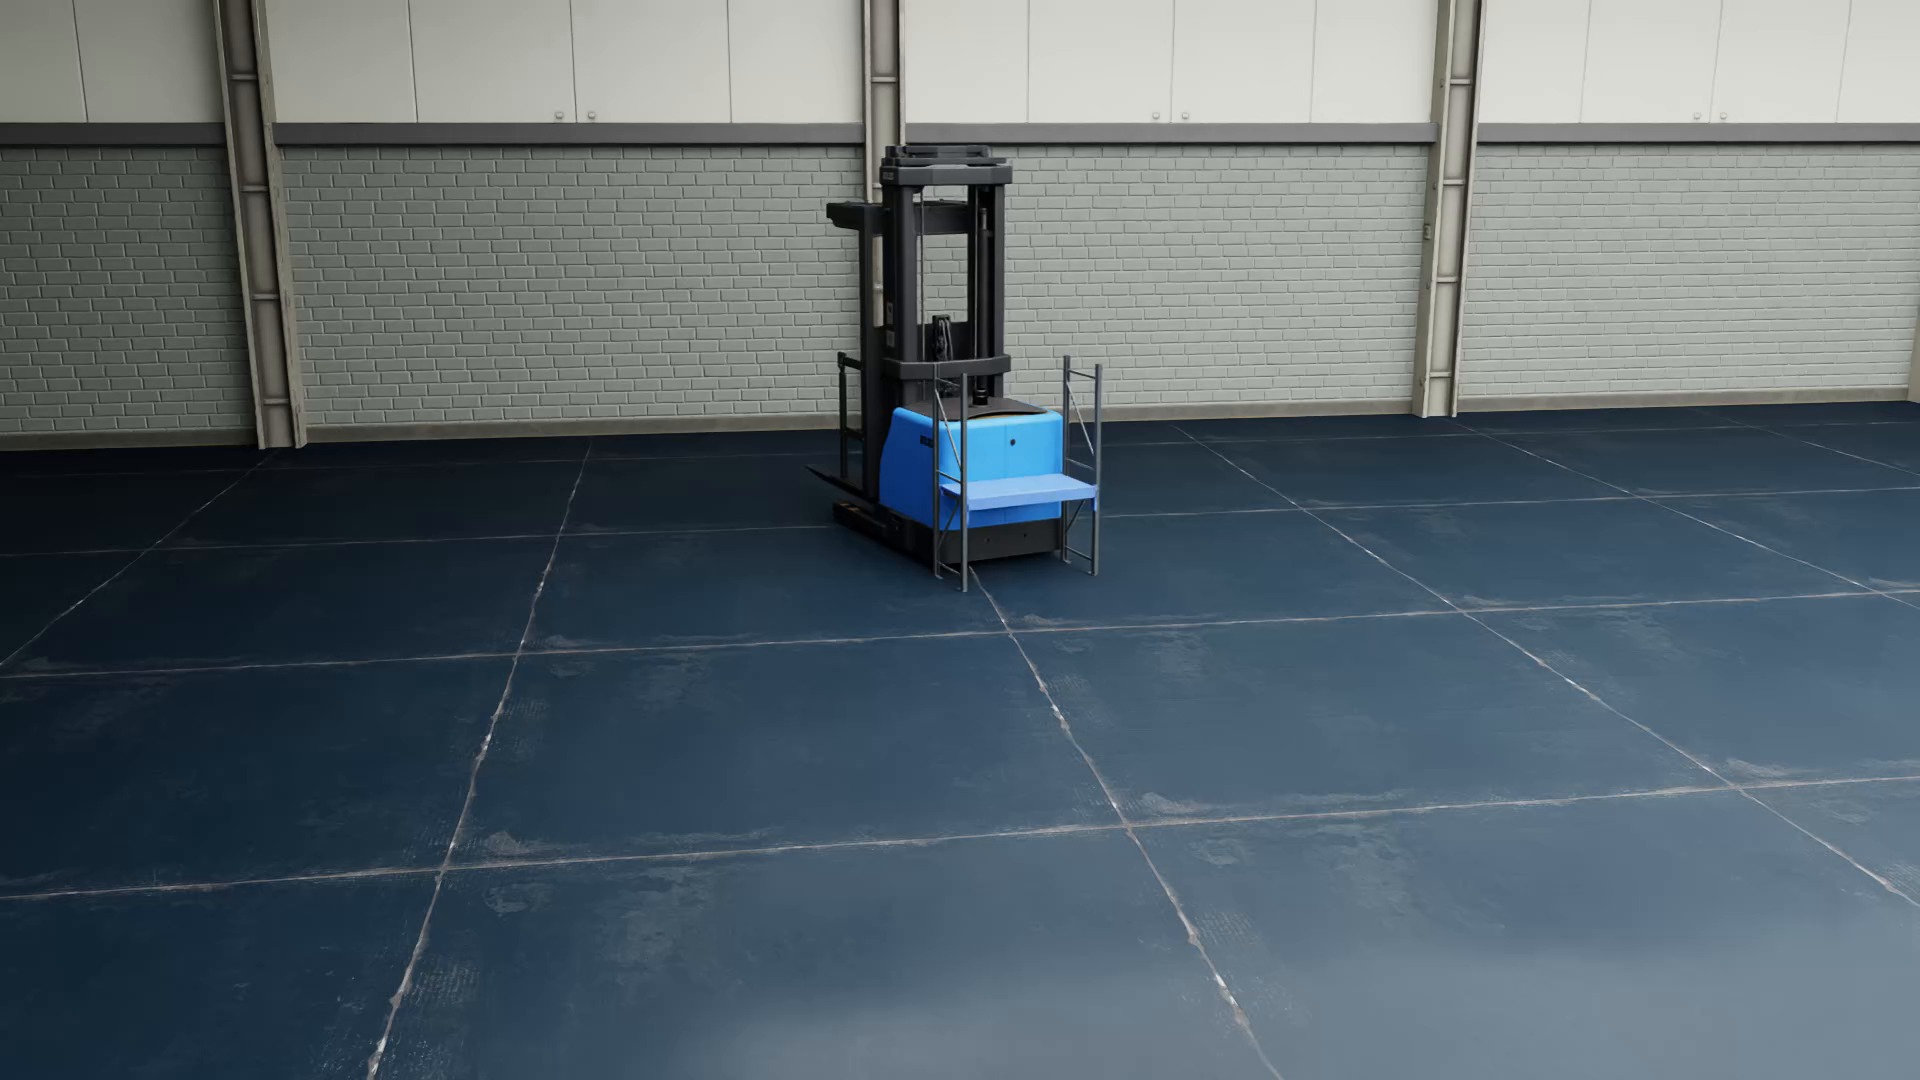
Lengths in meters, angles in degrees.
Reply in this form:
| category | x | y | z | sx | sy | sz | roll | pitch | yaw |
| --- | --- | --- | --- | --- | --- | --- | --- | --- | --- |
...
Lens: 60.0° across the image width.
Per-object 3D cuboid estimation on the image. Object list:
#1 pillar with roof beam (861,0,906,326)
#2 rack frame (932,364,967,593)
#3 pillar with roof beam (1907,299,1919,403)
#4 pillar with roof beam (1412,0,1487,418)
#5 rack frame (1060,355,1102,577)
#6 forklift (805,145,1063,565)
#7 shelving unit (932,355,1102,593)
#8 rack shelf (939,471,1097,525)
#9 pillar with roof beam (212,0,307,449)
| category | x | y | z | sx | sy | sz | roll | pitch | yaw |
| --- | --- | --- | --- | --- | --- | --- | --- | --- | --- |
| pillar with roof beam | -0.116 | -4.479 | 12.084 | 0.400 | 9.000 | 9.100 | -2 | 14 | -8 |
| rack frame | -0.070 | -0.422 | 11.322 | 0.032 | 1.500 | 0.500 | -6 | 15 | -24 |
| pillar with roof beam | 11.751 | -4.914 | 13.818 | 0.400 | 9.000 | 9.100 | -2 | 14 | -8 |
| pillar with roof beam | 5.817 | -4.697 | 12.951 | 0.400 | 9.000 | 9.100 | -2 | 14 | -8 |
| rack frame | 0.852 | -0.526 | 11.737 | 0.032 | 1.500 | 0.500 | -6 | 15 | -24 |
| forklift | -0.357 | -1.559 | 12.911 | 1.130 | 2.935 | 3.031 | -7 | 16 | -26 |
| shelving unit | 0.391 | -0.474 | 11.530 | 1.048 | 1.500 | 0.538 | -6 | 15 | -24 |
| rack shelf | 0.391 | -0.300 | 11.573 | 1.000 | 0.185 | 0.538 | -6 | 15 | -24 |
| pillar with roof beam | -6.049 | -4.262 | 11.217 | 0.400 | 9.000 | 9.100 | -2 | 14 | -8 |
